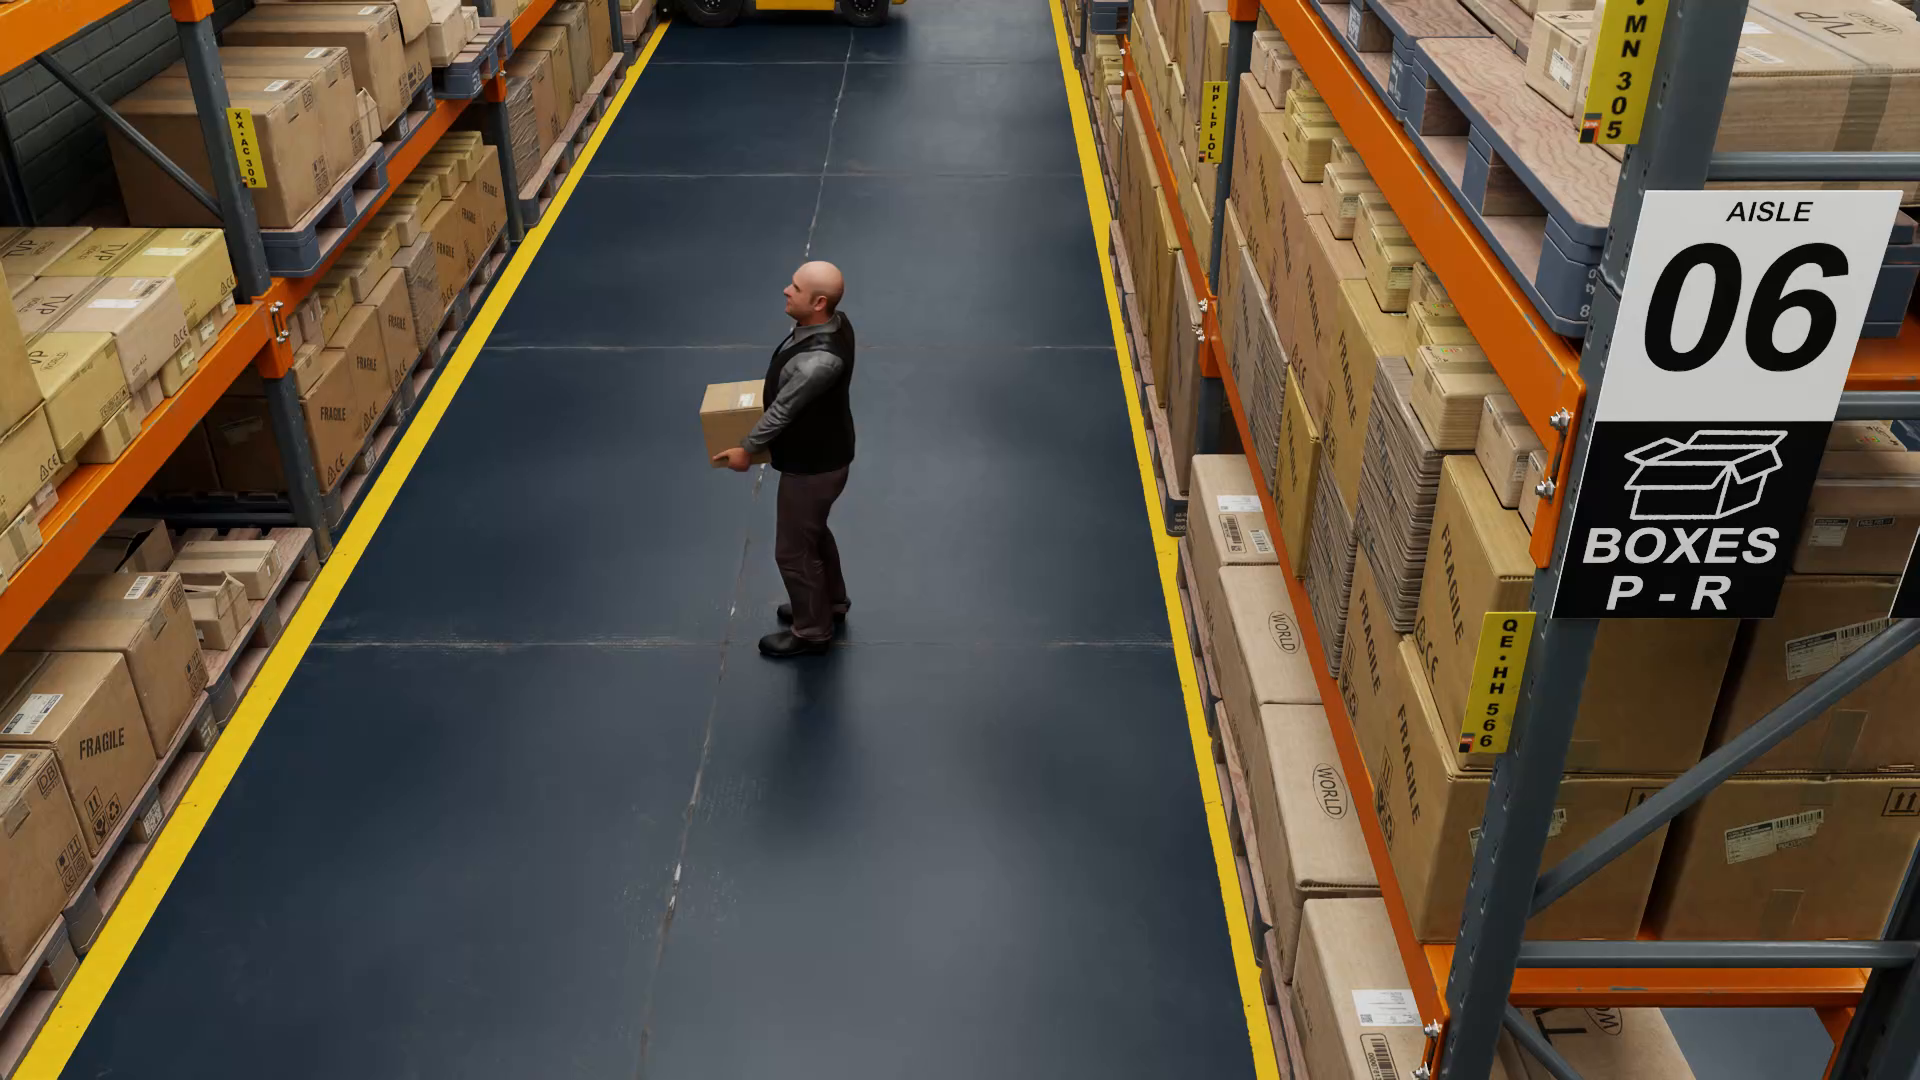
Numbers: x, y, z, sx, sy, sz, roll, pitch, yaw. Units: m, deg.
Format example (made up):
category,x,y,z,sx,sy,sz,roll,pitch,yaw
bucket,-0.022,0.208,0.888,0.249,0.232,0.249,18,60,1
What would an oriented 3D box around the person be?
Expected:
category,x,y,z,sx,sy,sz,roll,pitch,yaw
person,-0.691,-0.312,6.680,0.559,1.711,0.494,0,31,0
